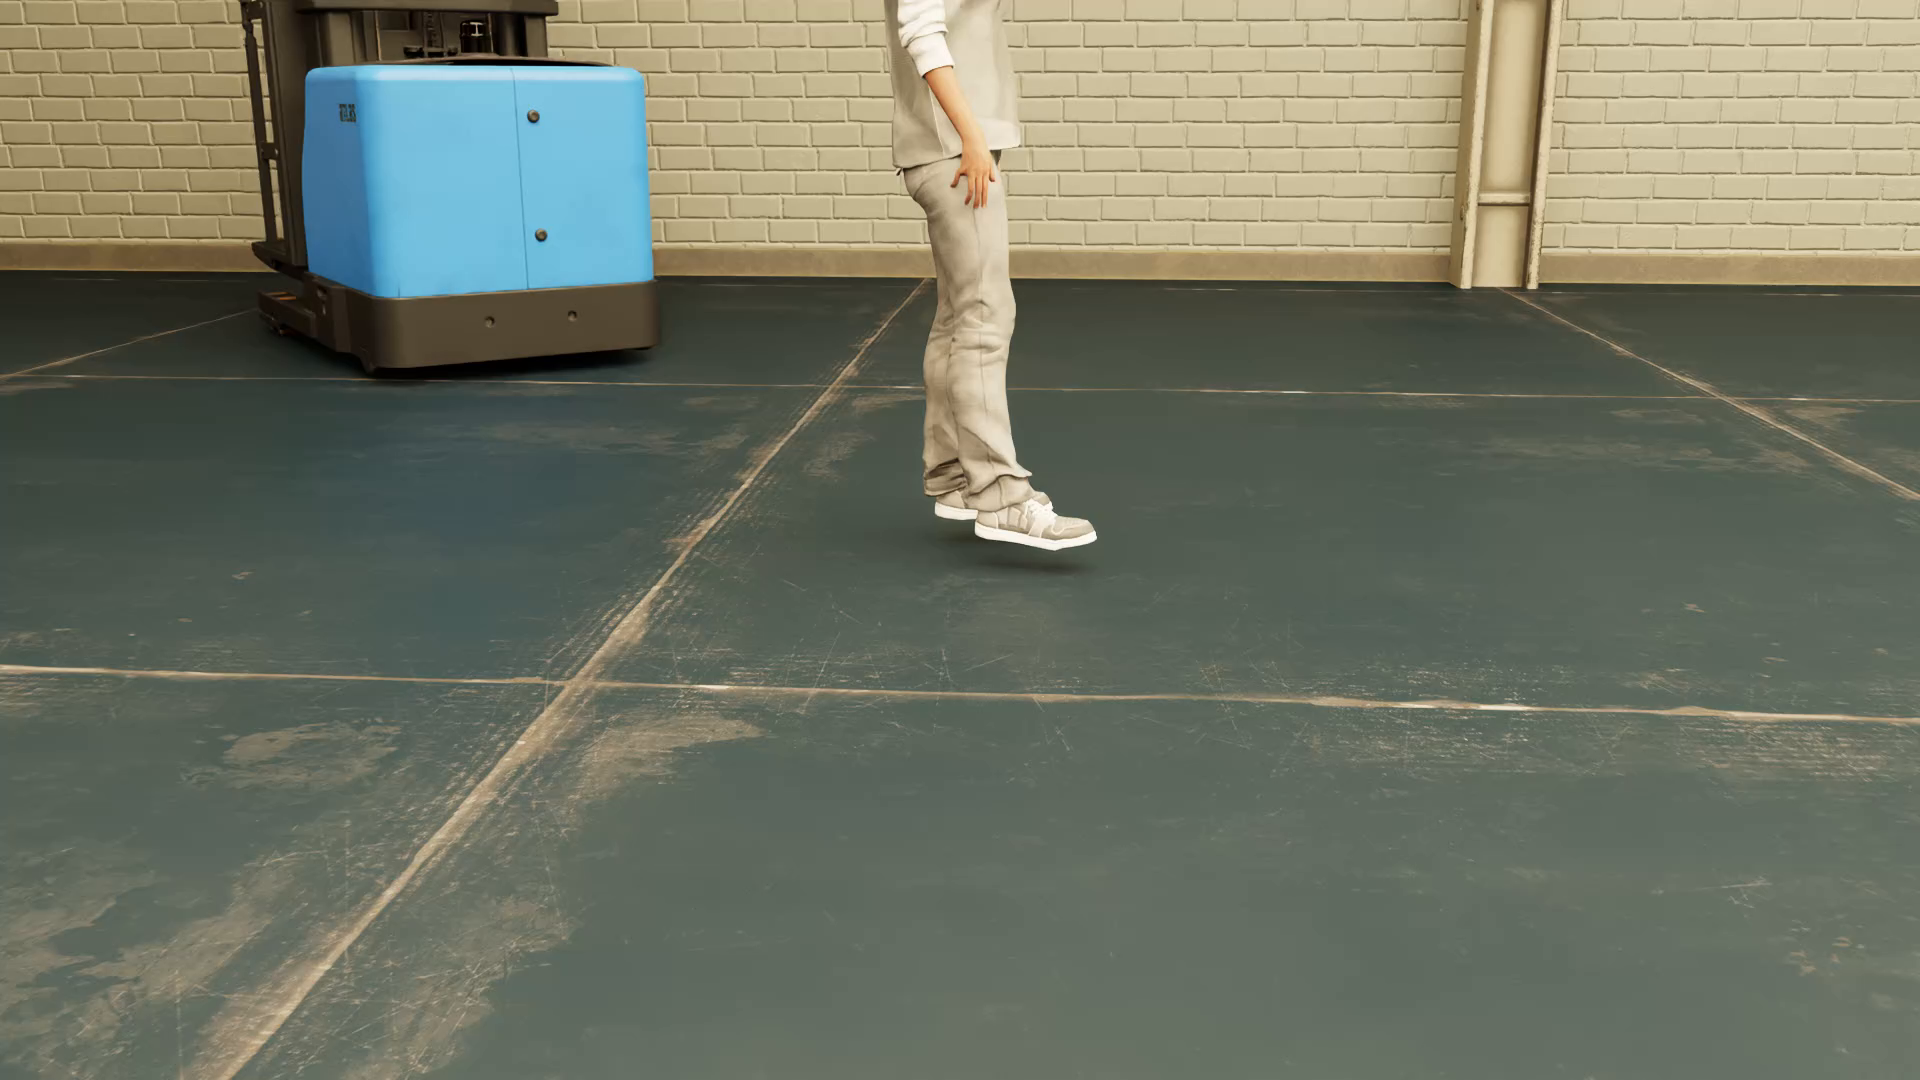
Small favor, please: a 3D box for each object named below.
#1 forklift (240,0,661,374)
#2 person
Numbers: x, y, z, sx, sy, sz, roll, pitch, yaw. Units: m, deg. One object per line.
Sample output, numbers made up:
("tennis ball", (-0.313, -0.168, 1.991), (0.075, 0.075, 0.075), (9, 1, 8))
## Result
("forklift", (-2.353, -2.331, 6.802), (1.130, 2.935, 3.031), (-10, 18, -32))
("person", (0.073, -0.811, 3.574), (0.472, 1.598, 0.521), (1, 15, 4))
